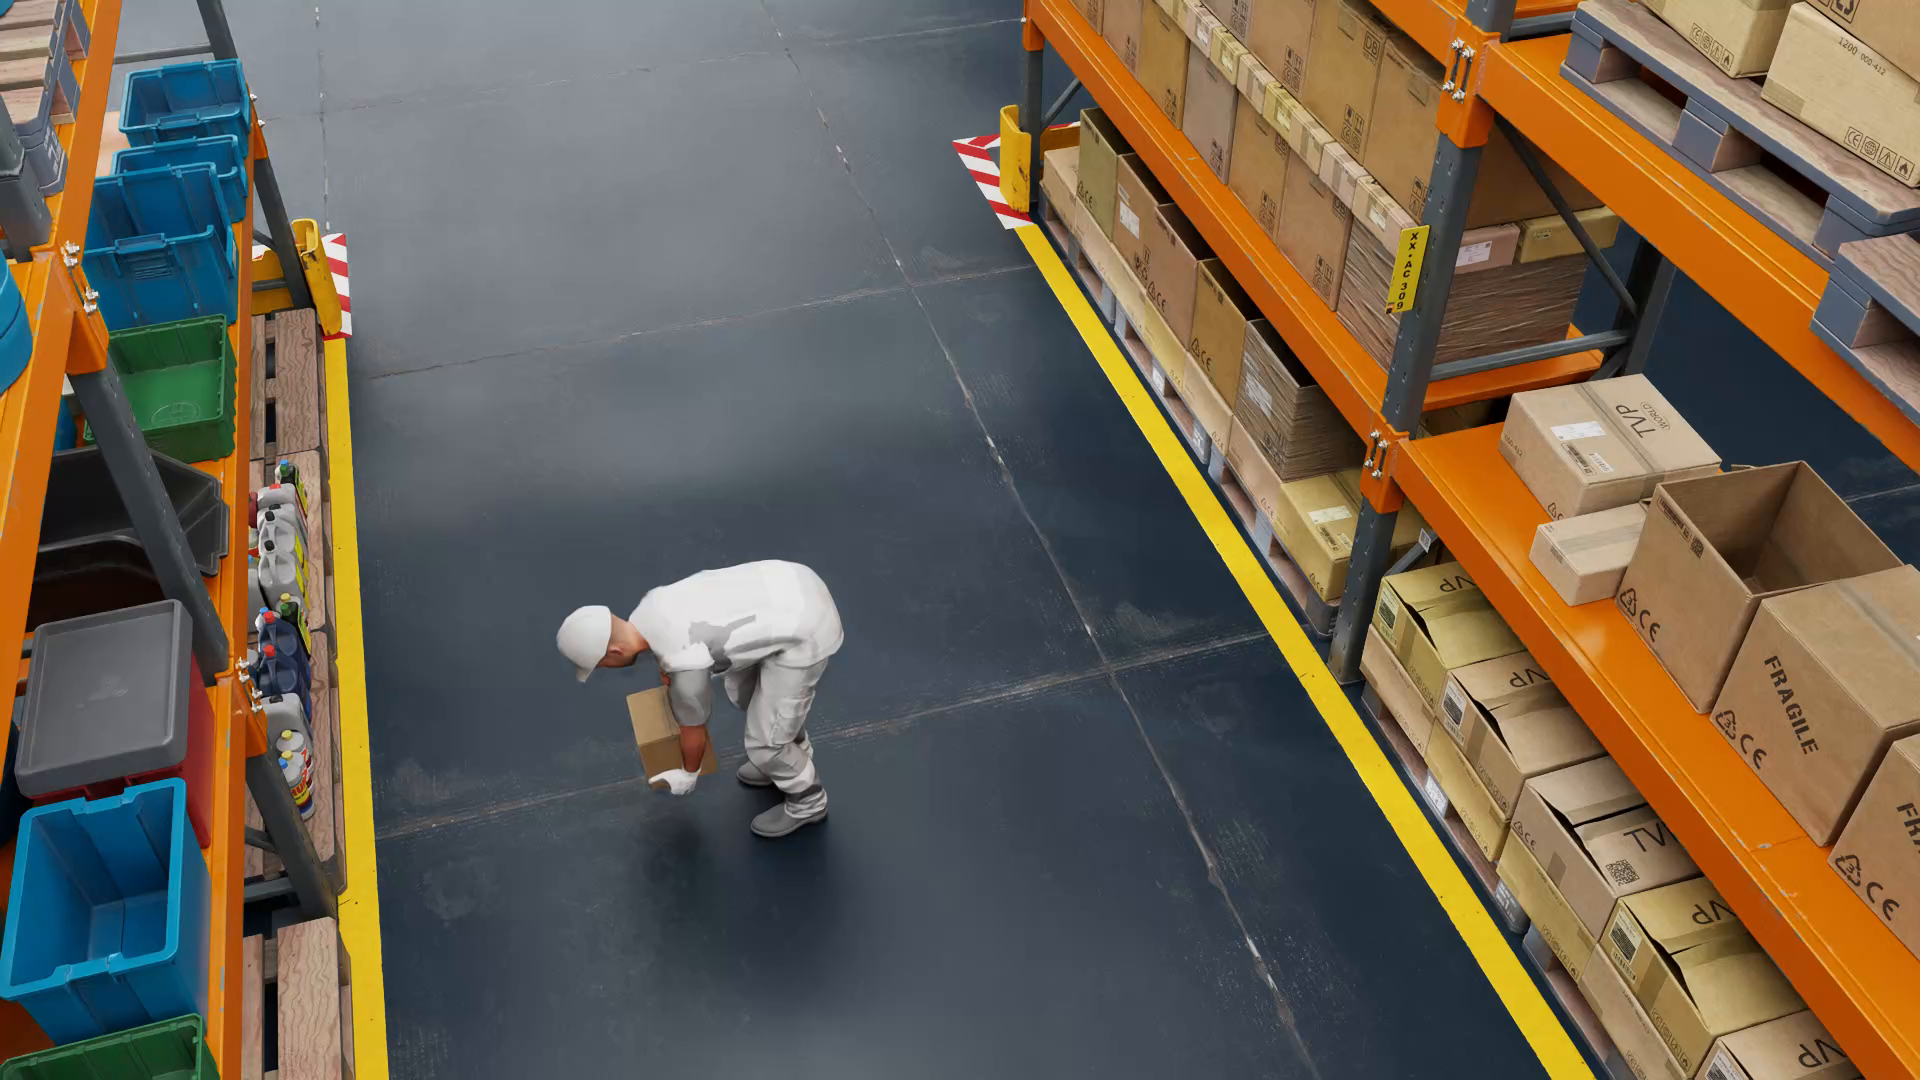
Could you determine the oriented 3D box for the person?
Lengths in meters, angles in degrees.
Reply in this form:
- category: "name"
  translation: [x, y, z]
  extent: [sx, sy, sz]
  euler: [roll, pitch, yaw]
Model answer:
- category: "person"
  translation: [-0.882, 0.596, 5.939]
  extent: [0.957, 1.167, 0.497]
  euler: [-13, 43, -14]
